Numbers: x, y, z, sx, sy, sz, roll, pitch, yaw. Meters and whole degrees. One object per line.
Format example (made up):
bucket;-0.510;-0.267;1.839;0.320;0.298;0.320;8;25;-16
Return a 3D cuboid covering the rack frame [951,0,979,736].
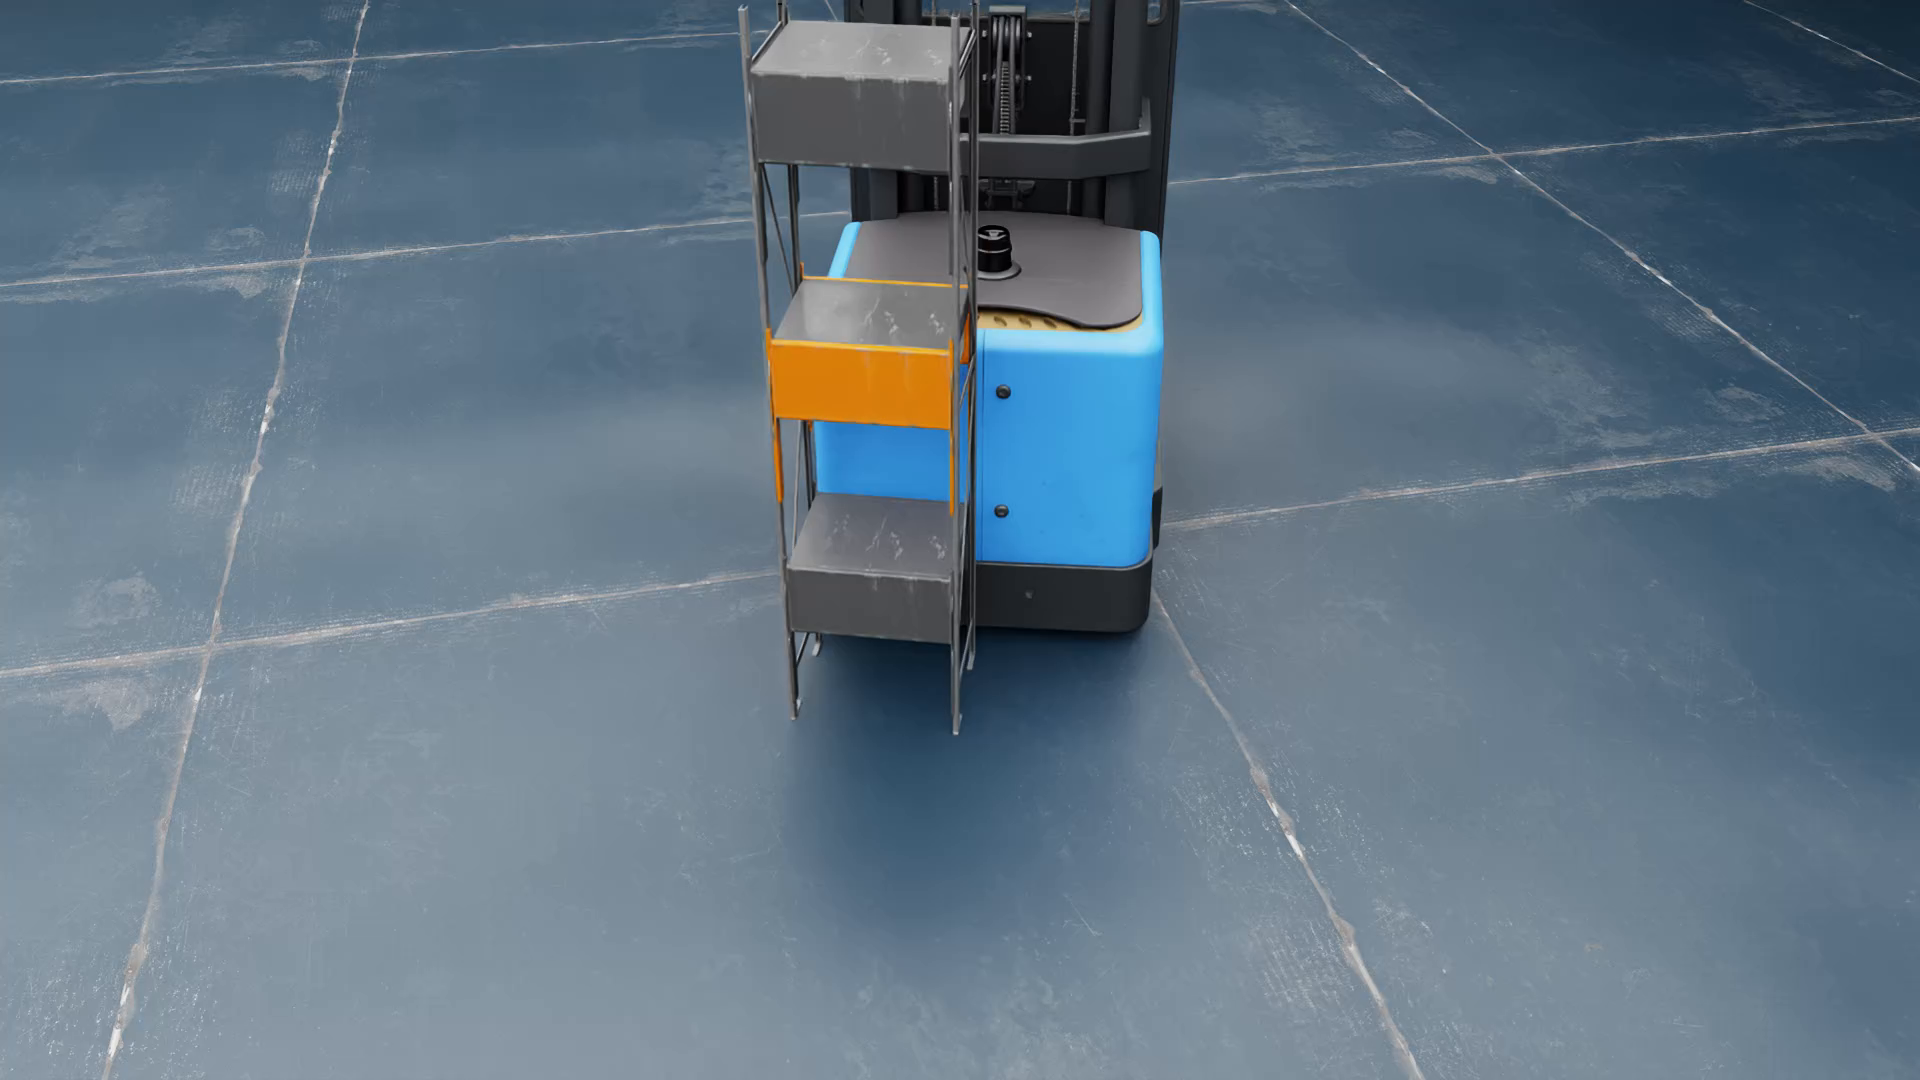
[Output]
rack frame;0.014;-0.406;4.470;0.015;2.100;0.400;4;34;6

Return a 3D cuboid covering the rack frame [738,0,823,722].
rack frame;-0.470;-0.442;4.525;0.015;2.100;0.400;4;34;6

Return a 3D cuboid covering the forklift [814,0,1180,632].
forklift;0.186;-1.728;5.694;1.130;2.935;3.031;3;34;4

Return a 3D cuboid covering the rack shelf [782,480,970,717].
rack shelf;-0.228;0.168;4.895;0.480;0.518;0.431;4;34;6

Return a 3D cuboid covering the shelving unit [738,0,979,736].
shelving unit;-0.228;-0.424;4.498;0.503;2.100;0.431;4;34;6

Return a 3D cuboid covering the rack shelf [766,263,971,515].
rack shelf;-0.228;-0.413;4.505;0.480;0.518;0.431;4;34;6

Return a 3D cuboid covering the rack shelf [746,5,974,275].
rack shelf;-0.228;-0.994;4.115;0.480;0.518;0.431;4;34;6
